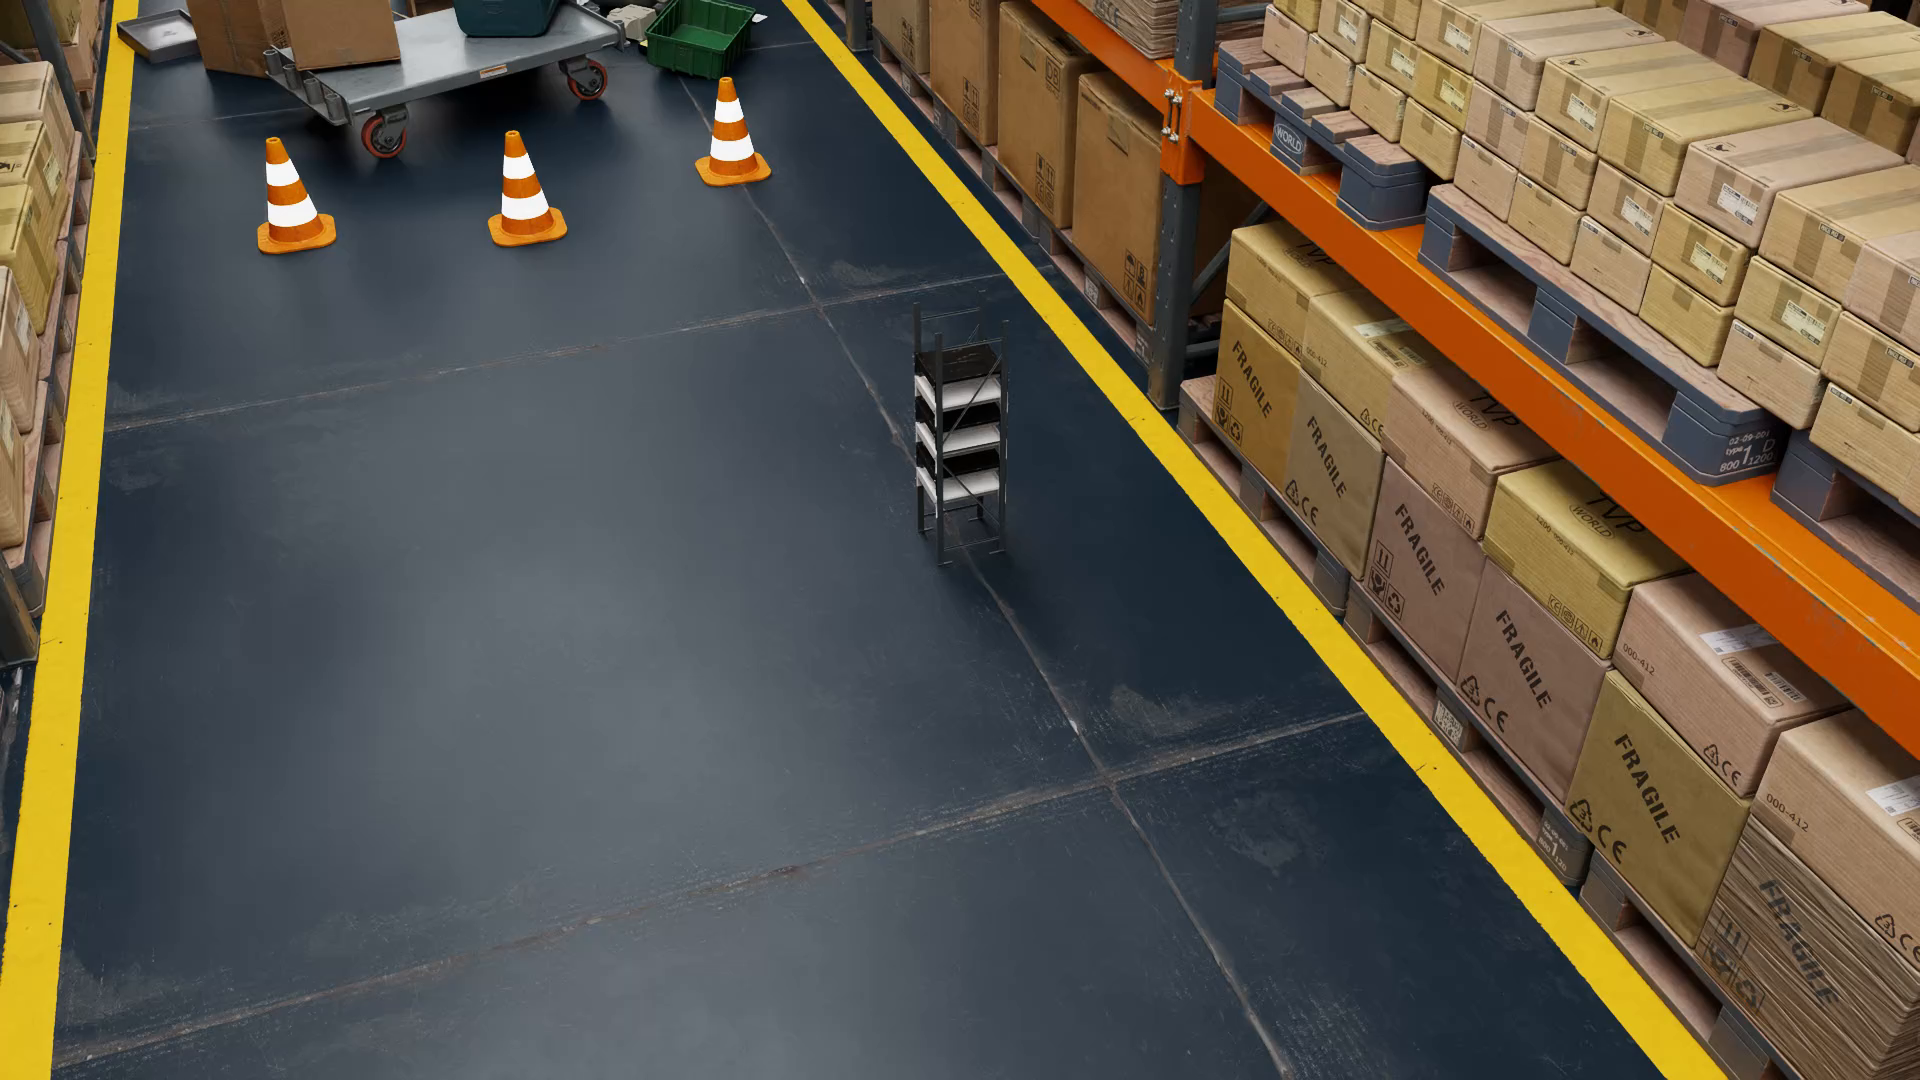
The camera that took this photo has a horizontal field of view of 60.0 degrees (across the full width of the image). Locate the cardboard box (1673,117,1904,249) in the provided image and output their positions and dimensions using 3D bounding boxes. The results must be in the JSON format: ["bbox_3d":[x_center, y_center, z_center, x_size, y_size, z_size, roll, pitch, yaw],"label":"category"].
[{"bbox_3d":[1.826,-0.793,3.675,0.380,0.149,0.250,-14,39,-18],"label":"cardboard box"}]

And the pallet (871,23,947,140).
[{"bbox_3d":[0.179,-2.550,8.960,1.003,0.211,1.213,-12,39,-16],"label":"pallet"}]

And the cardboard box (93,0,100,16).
[{"bbox_3d":[-5.099,-3.059,9.255,0.500,0.250,0.500,-13,39,-17],"label":"cardboard box"}]

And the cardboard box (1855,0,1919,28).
[{"bbox_3d":[5.257,-2.976,8.919,0.700,0.500,0.500,-9,38,-12],"label":"cardboard box"}]

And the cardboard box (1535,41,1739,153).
[{"bbox_3d":[1.650,-1.086,4.064,0.380,0.149,0.250,-11,38,-15],"label":"cardboard box"}]

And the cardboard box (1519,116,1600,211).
[{"bbox_3d":[1.641,-0.969,4.156,0.380,0.149,0.250,-13,39,-16],"label":"cardboard box"}]

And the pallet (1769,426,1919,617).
[{"bbox_3d":[2.469,0.050,3.350,1.003,0.211,1.213,-12,39,-16],"label":"pallet"}]

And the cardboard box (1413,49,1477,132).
[{"bbox_3d":[1.474,-1.251,4.530,0.380,0.149,0.250,-12,39,-16],"label":"cardboard box"}]

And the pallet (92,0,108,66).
[{"bbox_3d":[-5.458,-2.951,9.492,1.003,0.211,1.213,-12,39,-16],"label":"pallet"}]

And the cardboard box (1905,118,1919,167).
[{"bbox_3d":[2.446,-0.918,3.841,0.380,0.149,0.250,-11,38,-14],"label":"cardboard box"}]

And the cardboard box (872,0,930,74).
[{"bbox_3d":[0.141,-3.021,8.789,1.050,0.750,0.750,-13,39,-16],"label":"cardboard box"}]

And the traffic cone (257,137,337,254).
[{"bbox_3d":[-3.029,-1.578,7.461,0.336,0.463,0.334,-12,39,-16],"label":"traffic cone"}]

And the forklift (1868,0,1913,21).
[{"bbox_3d":[3.340,-1.588,5.422,1.130,2.935,3.031,0,37,0],"label":"forklift"}]

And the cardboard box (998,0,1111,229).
[{"bbox_3d":[0.790,-1.949,7.366,1.050,0.750,0.750,-12,39,-15],"label":"cardboard box"}]

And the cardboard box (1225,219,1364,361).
[{"bbox_3d":[1.229,-0.854,5.496,0.500,0.250,0.500,-14,39,-18],"label":"cardboard box"}]

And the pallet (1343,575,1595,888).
[{"bbox_3d":[1.903,0.419,5.018,1.003,0.211,1.213,-12,39,-16],"label":"pallet"}]

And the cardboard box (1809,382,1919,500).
[{"bbox_3d":[2.013,-0.245,3.442,0.380,0.149,0.250,-14,39,-18],"label":"cardboard box"}]

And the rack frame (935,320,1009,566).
[{"bbox_3d":[0.038,-0.297,5.397,0.240,0.900,0.006,-12,39,-16],"label":"rack frame"}]

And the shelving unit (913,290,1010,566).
[{"bbox_3d":[0.003,-0.355,5.473,0.258,0.900,0.210,-12,39,-16],"label":"shelving unit"}]

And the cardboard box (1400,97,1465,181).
[{"bbox_3d":[1.463,-1.141,4.632,0.380,0.149,0.250,-11,38,-14],"label":"cardboard box"}]

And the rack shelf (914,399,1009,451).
[{"bbox_3d":[0.003,-0.400,5.439,0.258,0.077,0.200,-12,39,-16],"label":"rack shelf"}]

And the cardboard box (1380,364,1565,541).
[{"bbox_3d":[1.562,-0.285,4.741,0.500,0.250,0.500,-12,39,-16],"label":"cardboard box"}]

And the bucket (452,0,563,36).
[{"bbox_3d":[-2.369,-2.983,8.675,0.726,0.611,0.620,0,47,0],"label":"bucket"}]

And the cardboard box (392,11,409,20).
[{"bbox_3d":[-3.035,-2.815,9.266,0.396,0.266,0.258,19,41,23],"label":"cardboard box"}]

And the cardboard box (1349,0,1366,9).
[{"bbox_3d":[1.291,-1.677,4.849,0.380,0.149,0.250,-13,39,-17],"label":"cardboard box"}]

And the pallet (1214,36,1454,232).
[{"bbox_3d":[1.564,-1.367,5.232,1.213,0.211,1.003,-12,39,-16],"label":"pallet"}]

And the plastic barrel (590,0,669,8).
[{"bbox_3d":[-1.988,-3.378,9.883,0.512,0.421,0.421,12,39,16],"label":"plastic barrel"}]

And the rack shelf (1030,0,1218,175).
[{"bbox_3d":[0.531,-2.667,7.396,1.077,0.370,4.000,-12,39,-16],"label":"rack shelf"}]

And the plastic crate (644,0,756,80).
[{"bbox_3d":[-1.447,-2.811,9.278,0.450,0.188,0.662,14,38,2],"label":"plastic crate"}]

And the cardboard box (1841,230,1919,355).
[{"bbox_3d":[2.003,-0.503,3.289,0.380,0.149,0.250,-13,39,-16],"label":"cardboard box"}]

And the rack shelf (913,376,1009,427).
[{"bbox_3d":[0.003,-0.472,5.385,0.258,0.077,0.200,-12,39,-16],"label":"rack shelf"}]

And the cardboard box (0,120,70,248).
[{"bbox_3d":[-4.337,-1.419,6.976,0.950,0.372,0.625,-10,38,-13],"label":"cardboard box"}]

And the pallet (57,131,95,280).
[{"bbox_3d":[-4.501,-1.449,7.498,1.003,0.211,1.213,-12,39,-16],"label":"pallet"}]

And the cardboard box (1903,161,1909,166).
[{"bbox_3d":[2.436,-0.809,3.944,0.380,0.149,0.250,-13,39,-17],"label":"cardboard box"}]

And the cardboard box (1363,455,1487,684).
[{"bbox_3d":[1.580,0.031,4.944,0.500,0.500,0.500,-13,39,-17],"label":"cardboard box"}]

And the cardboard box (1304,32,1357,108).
[{"bbox_3d":[1.276,-1.446,5.036,0.380,0.149,0.250,-11,38,-14],"label":"cardboard box"}]

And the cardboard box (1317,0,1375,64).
[{"bbox_3d":[1.292,-1.543,4.918,0.380,0.149,0.250,-11,38,-14],"label":"cardboard box"}]

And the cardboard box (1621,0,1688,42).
[{"bbox_3d":[2.088,-1.507,4.623,0.380,0.149,0.250,-11,38,-15],"label":"cardboard box"}]

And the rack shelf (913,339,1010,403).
[{"bbox_3d":[0.003,-0.544,5.331,0.258,0.077,0.200,-12,39,-16],"label":"rack shelf"}]

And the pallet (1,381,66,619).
[{"bbox_3d":[-3.661,-0.071,5.668,1.003,0.211,1.213,-12,39,-16],"label":"pallet"}]

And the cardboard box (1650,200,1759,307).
[{"bbox_3d":[1.816,-0.679,3.771,0.380,0.149,0.250,-12,39,-16],"label":"cardboard box"}]

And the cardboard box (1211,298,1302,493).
[{"bbox_3d":[1.223,-0.541,5.704,0.500,0.500,0.500,-14,39,-18],"label":"cardboard box"}]

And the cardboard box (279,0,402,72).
[{"bbox_3d":[-3.109,-2.692,8.279,0.500,0.500,0.500,-12,39,-16],"label":"cardboard box"}]

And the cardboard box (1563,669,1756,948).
[{"bbox_3d":[1.928,0.610,4.176,0.500,0.500,0.500,-13,39,-17],"label":"cardboard box"}]

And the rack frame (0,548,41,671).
[{"bbox_3d":[-3.394,-0.743,4.243,1.000,3.000,0.127,-12,39,-16],"label":"rack frame"}]

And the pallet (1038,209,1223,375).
[{"bbox_3d":[1.019,-1.172,7.130,1.003,0.211,1.213,-12,39,-16],"label":"pallet"}]

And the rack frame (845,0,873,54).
[{"bbox_3d":[-0.157,-4.084,8.679,1.000,3.000,0.127,-12,39,-16],"label":"rack frame"}]

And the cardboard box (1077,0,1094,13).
[{"bbox_3d":[0.642,-2.345,6.287,0.500,0.500,0.500,-12,39,-16],"label":"cardboard box"}]

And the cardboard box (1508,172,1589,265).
[{"bbox_3d":[1.642,-0.849,4.243,0.380,0.149,0.250,-12,39,-15],"label":"cardboard box"}]

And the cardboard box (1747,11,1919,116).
[{"bbox_3d":[2.261,-1.217,4.237,0.380,0.149,0.250,-11,38,-14],"label":"cardboard box"}]

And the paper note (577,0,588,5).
[{"bbox_3d":[-2.343,-3.283,10.090,0.172,0.023,0.155,0,37,0],"label":"paper note"}]

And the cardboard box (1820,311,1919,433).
[{"bbox_3d":[2.001,-0.378,3.371,0.380,0.149,0.250,-14,39,-17],"label":"cardboard box"}]

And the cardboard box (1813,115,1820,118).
[{"bbox_3d":[2.263,-1.098,4.327,0.380,0.149,0.250,-11,38,-15],"label":"cardboard box"}]

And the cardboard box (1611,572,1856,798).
[{"bbox_3d":[1.938,0.305,3.958,0.500,0.250,0.500,-11,38,-14],"label":"cardboard box"}]

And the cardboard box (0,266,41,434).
[{"bbox_3d":[-3.840,-0.597,5.885,0.950,0.372,0.625,-13,39,-17],"label":"cardboard box"}]

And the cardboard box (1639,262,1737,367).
[{"bbox_3d":[1.822,-0.551,3.848,0.380,0.149,0.250,-11,38,-14],"label":"cardboard box"}]

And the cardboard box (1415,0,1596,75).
[{"bbox_3d":[1.462,-1.388,4.465,0.380,0.149,0.250,-14,39,-18],"label":"cardboard box"}]

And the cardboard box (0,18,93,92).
[{"bbox_3d":[-4.720,-2.461,8.460,0.500,0.250,0.500,-14,39,-18],"label":"cardboard box"}]

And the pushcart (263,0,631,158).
[{"bbox_3d":[-2.647,-2.455,8.696,1.648,0.377,0.936,-27,45,-31],"label":"pushcart"}]
